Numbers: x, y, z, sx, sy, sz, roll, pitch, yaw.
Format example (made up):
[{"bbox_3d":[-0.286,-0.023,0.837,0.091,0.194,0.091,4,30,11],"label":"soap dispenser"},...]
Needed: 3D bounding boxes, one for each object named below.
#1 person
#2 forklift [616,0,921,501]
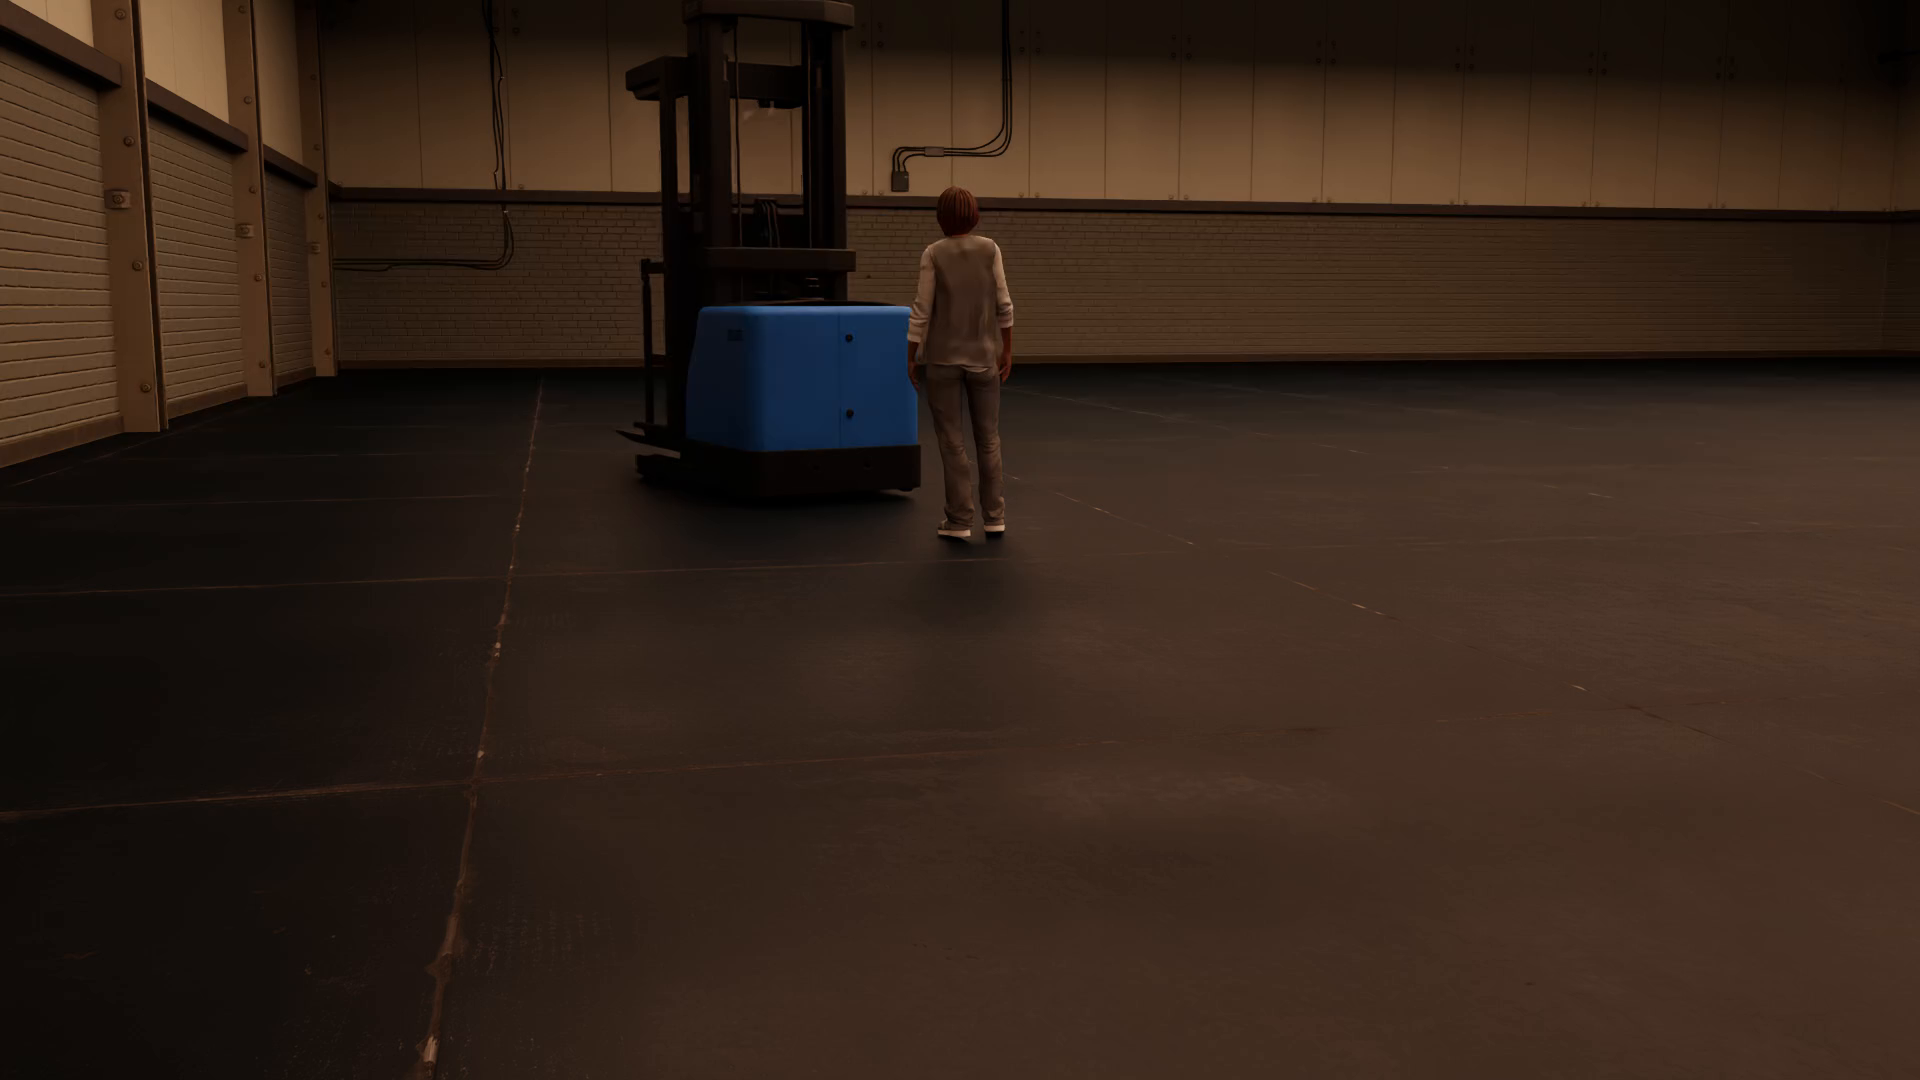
[{"bbox_3d":[-0.004,-0.809,7.671,0.520,1.599,0.473,-2,8,-13],"label":"person"},{"bbox_3d":[-1.362,-1.825,10.170,1.130,2.935,3.031,-4,9,-28],"label":"forklift"}]
